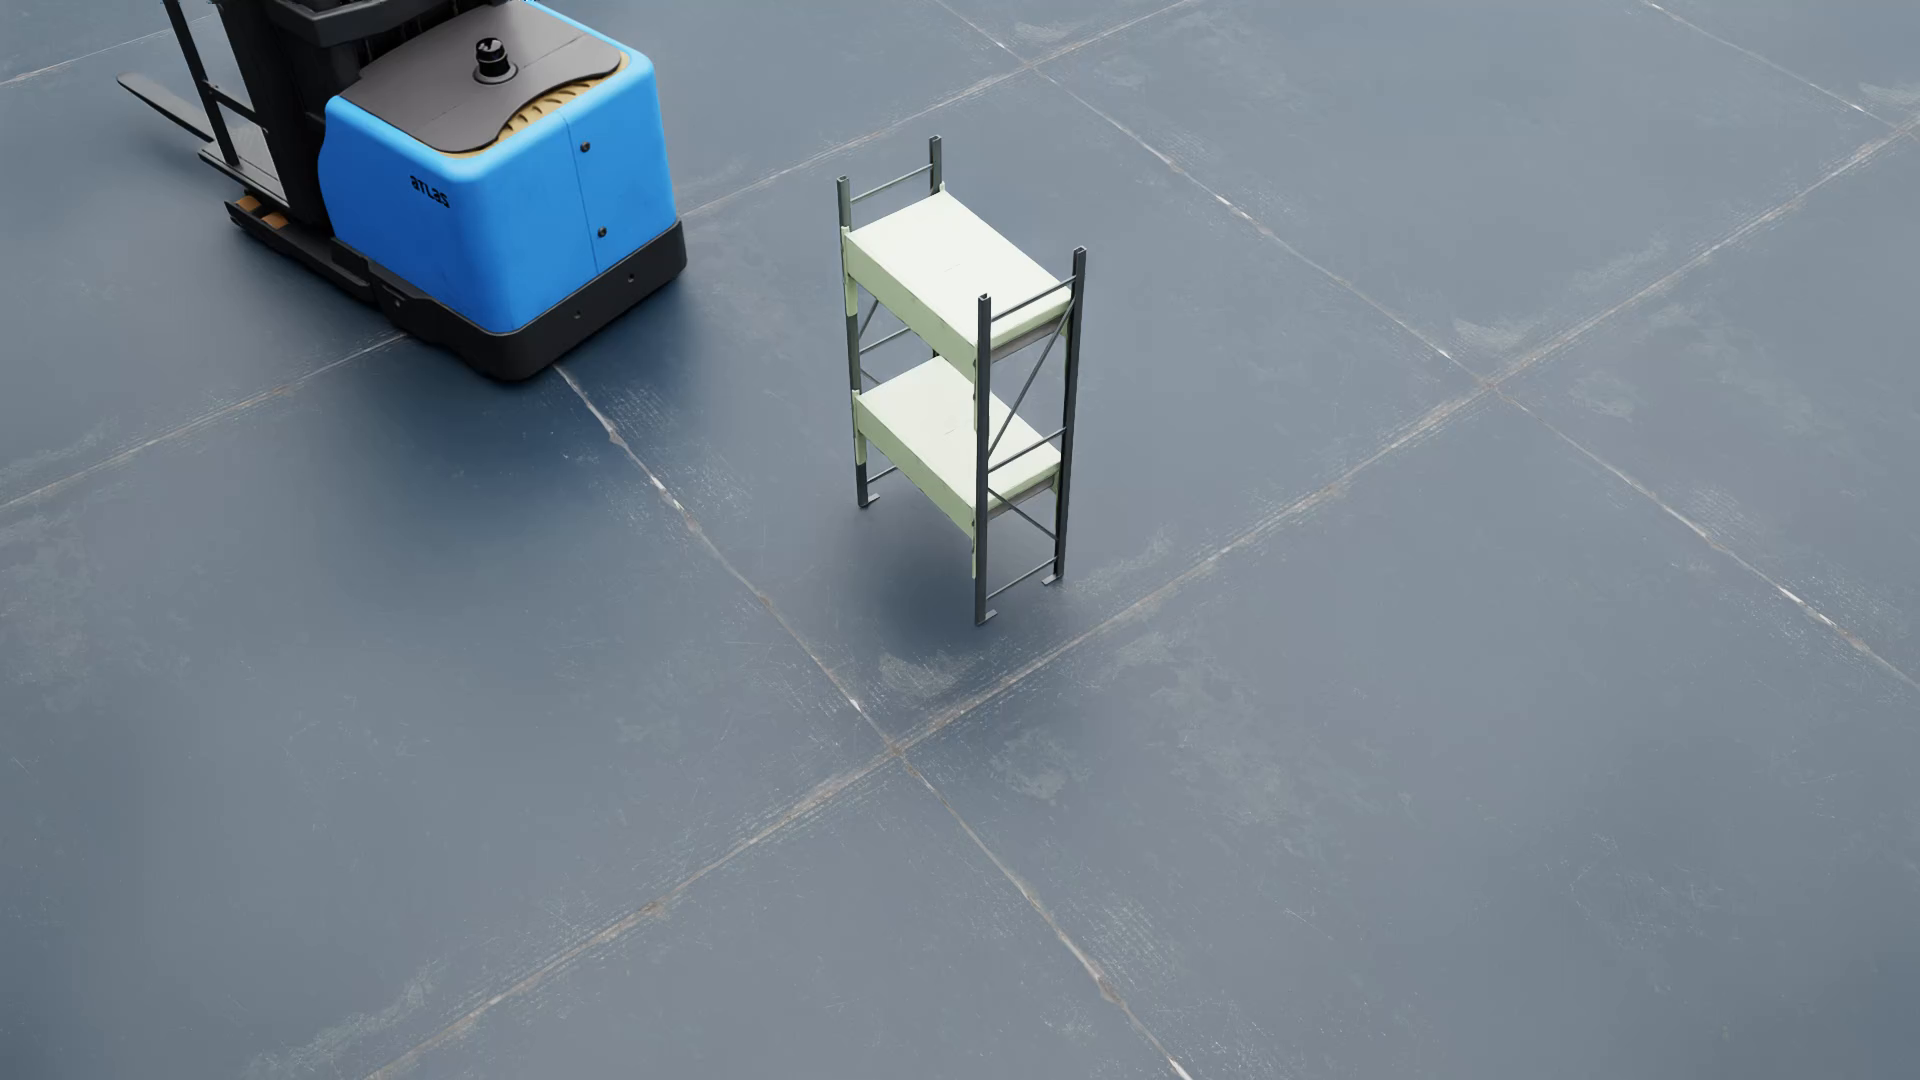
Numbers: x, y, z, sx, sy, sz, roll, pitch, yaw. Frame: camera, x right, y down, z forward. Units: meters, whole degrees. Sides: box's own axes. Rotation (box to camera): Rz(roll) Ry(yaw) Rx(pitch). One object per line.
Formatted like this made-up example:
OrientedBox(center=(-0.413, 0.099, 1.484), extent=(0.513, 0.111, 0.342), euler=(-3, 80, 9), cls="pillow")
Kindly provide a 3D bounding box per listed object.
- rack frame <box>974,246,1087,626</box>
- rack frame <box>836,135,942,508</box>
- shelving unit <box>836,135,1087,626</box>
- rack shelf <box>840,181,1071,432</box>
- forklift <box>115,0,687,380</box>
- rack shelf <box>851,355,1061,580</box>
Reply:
OrientedBox(center=(0.218, -0.292, 5.502), extent=(0.400, 1.500, 0.023), euler=(-29, 54, -24), cls="rack frame")
OrientedBox(center=(-0.226, -0.723, 5.894), extent=(0.400, 1.500, 0.023), euler=(-29, 54, -24), cls="rack frame")
OrientedBox(center=(-0.004, -0.508, 5.698), extent=(0.431, 1.500, 0.755), euler=(-29, 54, -24), cls="shelving unit")
OrientedBox(center=(-0.004, -0.770, 5.409), extent=(0.431, 0.370, 0.720), euler=(-29, 54, -24), cls="rack shelf")
OrientedBox(center=(-2.657, -2.553, 6.586), extent=(3.031, 2.935, 1.130), euler=(31, 55, 25), cls="forklift")
OrientedBox(center=(-0.004, -0.289, 5.939), extent=(0.431, 0.370, 0.720), euler=(-29, 54, -24), cls="rack shelf")
